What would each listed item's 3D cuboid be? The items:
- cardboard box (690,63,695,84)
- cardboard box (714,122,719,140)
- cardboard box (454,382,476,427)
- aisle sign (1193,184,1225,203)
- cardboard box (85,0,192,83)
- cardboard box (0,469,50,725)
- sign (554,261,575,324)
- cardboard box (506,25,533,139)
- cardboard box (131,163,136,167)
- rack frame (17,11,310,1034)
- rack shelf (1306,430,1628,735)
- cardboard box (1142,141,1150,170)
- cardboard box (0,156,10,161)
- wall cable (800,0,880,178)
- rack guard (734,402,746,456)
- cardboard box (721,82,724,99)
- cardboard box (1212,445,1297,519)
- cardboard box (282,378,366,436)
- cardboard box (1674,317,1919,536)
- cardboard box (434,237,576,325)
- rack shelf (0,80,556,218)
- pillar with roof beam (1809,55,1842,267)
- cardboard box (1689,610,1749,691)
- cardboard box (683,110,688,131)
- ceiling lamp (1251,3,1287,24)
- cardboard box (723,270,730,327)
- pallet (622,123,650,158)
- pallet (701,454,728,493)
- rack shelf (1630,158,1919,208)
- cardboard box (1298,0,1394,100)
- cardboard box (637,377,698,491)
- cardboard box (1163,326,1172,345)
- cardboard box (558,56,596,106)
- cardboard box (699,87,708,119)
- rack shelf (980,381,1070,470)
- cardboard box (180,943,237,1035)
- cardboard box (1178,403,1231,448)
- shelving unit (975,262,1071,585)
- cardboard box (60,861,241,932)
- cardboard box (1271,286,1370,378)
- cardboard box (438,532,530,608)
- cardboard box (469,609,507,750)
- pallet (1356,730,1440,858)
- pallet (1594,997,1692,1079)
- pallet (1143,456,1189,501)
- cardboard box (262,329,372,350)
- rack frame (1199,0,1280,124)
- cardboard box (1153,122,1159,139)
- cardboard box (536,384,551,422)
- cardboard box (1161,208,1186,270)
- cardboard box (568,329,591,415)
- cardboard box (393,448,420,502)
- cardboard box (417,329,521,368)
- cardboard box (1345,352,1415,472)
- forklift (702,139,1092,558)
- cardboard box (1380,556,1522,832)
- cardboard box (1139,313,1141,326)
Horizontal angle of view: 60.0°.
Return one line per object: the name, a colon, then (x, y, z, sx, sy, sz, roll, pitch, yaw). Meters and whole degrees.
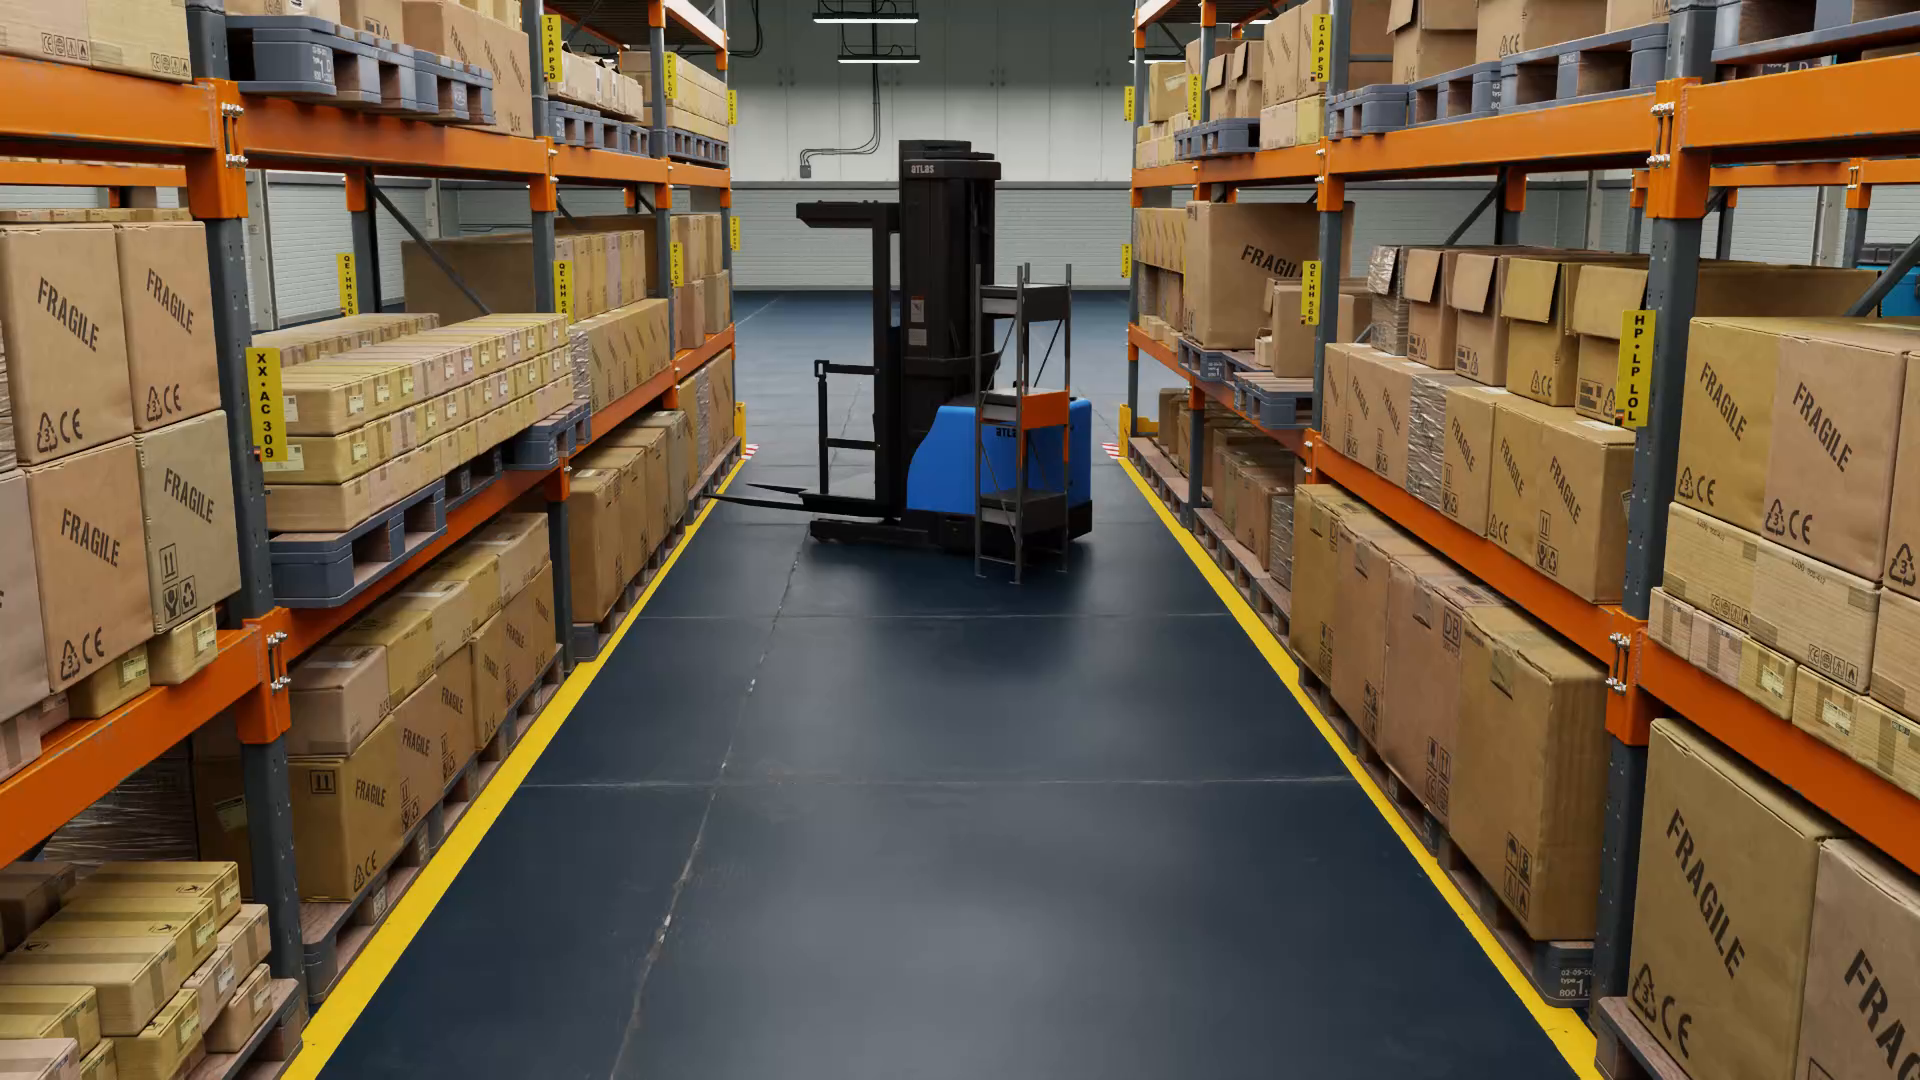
cardboard box: (-2.374, -3.816, 13.597, 0.380, 0.149, 0.250, 0, 11, -1)
cardboard box: (-2.406, -3.728, 15.168, 0.380, 0.149, 0.250, 0, 11, -1)
cardboard box: (-2.099, -0.526, 6.435, 0.380, 0.149, 0.250, 0, 11, -2)
aisle sign: (2.493, -3.630, 16.368, 0.394, 0.787, 0.004, 0, 11, -1)
cardboard box: (-2.238, -1.257, 4.041, 0.500, 0.250, 0.500, 0, 11, 0)
cardboard box: (-2.207, 0.146, 3.296, 0.500, 0.500, 0.500, 0, 11, -1)
sign: (-2.059, -1.284, 8.632, 0.100, 0.325, 0.005, 0, 11, -1)
cardboard box: (-2.335, -2.158, 7.857, 0.500, 0.500, 0.500, 0, 11, -1)
cardboard box: (-7.428, -3.324, 14.486, 0.380, 0.149, 0.250, -1, 11, -3)
rack frame: (-2.518, 0.044, 4.800, 1.000, 3.000, 0.127, 0, 11, -1)
rack shelf: (2.401, -0.002, 6.833, 1.077, 0.370, 4.000, 0, 11, -1)
cardboard box: (1.963, -3.539, 15.294, 0.500, 0.250, 0.500, 0, 11, -2)
cardboard box: (-7.389, -2.917, 12.480, 0.380, 0.149, 0.250, 0, 11, -2)
wall cable: (-3.430, -13.335, 47.104, 2.305, 6.003, 0.169, 0, 11, -1)
rack guard: (-2.767, -1.122, 16.830, 1.175, 0.500, 0.348, 0, 11, -1)
cardboard box: (-2.417, -4.219, 15.586, 0.380, 0.149, 0.250, 0, 11, -1)
cardboard box: (2.268, -0.415, 12.243, 0.700, 0.500, 0.500, -1, 12, -6)
cardboard box: (-2.067, -0.411, 5.120, 0.380, 0.149, 0.250, 0, 11, 2)
cardboard box: (2.197, -0.300, 4.238, 0.500, 0.500, 0.500, 0, 11, -1)
cardboard box: (-2.612, -1.480, 9.546, 0.700, 0.500, 0.500, 0, 11, -2)
rack shelf: (-2.560, -1.472, 6.533, 1.077, 0.370, 4.000, 0, 11, -1)
pillar with roof beam: (13.255, -8.768, 33.145, 9.100, 9.000, 0.548, 0, 11, -1)
cardboard box: (2.122, 0.279, 4.273, 0.380, 0.149, 0.250, -1, 11, -3)
cardboard box: (-2.362, -3.323, 13.176, 0.380, 0.149, 0.250, 0, 11, -1)
ceiling lamp: (5.281, -11.402, 31.449, 2.000, 3.185, 0.800, 0, 11, -1)
cardboard box: (-2.713, -2.342, 16.181, 0.875, 0.550, 0.550, 0, 11, -1)
pallet: (-2.616, -2.741, 11.462, 0.805, 0.209, 1.217, -1, 11, -3)
pallet: (-2.649, -0.575, 14.861, 1.003, 0.211, 1.213, 0, 11, -1)
rack shelf: (7.188, -3.082, 14.473, 1.077, 0.370, 4.000, 0, 11, -1)
cardboard box: (2.100, -2.610, 8.826, 0.500, 0.500, 0.500, 0, 11, 0)
cardboard box: (-2.627, -0.837, 13.426, 0.875, 0.875, 0.875, 0, 11, 0)
cardboard box: (1.963, -1.764, 14.340, 0.380, 0.149, 0.250, 0, 11, -1)
cardboard box: (-2.407, -2.647, 9.589, 0.500, 0.250, 0.500, 0, 11, 0)
cardboard box: (-2.448, -3.743, 14.244, 0.500, 0.250, 0.500, 0, 11, -1)
rack shelf: (0.420, -0.776, 11.173, 0.431, 0.518, 0.480, 11, 16, 42)
cardboard box: (-2.176, 1.204, 4.445, 0.380, 0.149, 0.250, -1, 11, -4)
cardboard box: (2.231, -0.956, 14.955, 0.500, 0.500, 0.500, 1, 11, 4)
shelving unit: (0.420, -0.790, 11.170, 0.431, 2.100, 0.503, 11, 16, 42)
cardboard box: (-2.251, 1.013, 4.639, 0.380, 0.149, 0.250, 0, 11, 0)
cardboard box: (2.197, -1.224, 9.742, 0.700, 0.500, 0.500, 1, 12, 7)
cardboard box: (-2.304, 0.135, 7.692, 0.500, 0.250, 0.500, 0, 11, 0)
cardboard box: (-2.292, 0.606, 7.260, 0.500, 0.500, 0.500, -1, 11, -4)
pallet: (2.323, 1.014, 7.032, 1.003, 0.211, 1.213, 0, 11, -1)
pallet: (2.380, 1.561, 4.332, 1.003, 0.211, 1.213, 0, 11, -1)
pallet: (2.200, -0.557, 14.773, 1.003, 0.211, 1.213, 0, 11, -1)
cardboard box: (-2.764, -0.825, 7.159, 0.380, 0.149, 0.250, 0, 11, 1)
rack frame: (2.277, -4.487, 12.044, 1.000, 3.000, 0.127, 0, 11, -1)
cardboard box: (1.941, -3.674, 14.955, 0.380, 0.149, 0.250, 0, 11, -1)
cardboard box: (-2.122, -0.638, 7.733, 0.380, 0.149, 0.250, 0, 11, 0)
cardboard box: (1.972, -2.519, 13.916, 0.500, 0.500, 0.500, 0, 11, -1)
cardboard box: (-2.340, -0.891, 9.155, 0.500, 0.500, 0.500, 0, 11, -1)
cardboard box: (-2.080, -0.224, 5.695, 0.380, 0.149, 0.250, 0, 11, -1)
cardboard box: (-2.116, -0.827, 7.172, 0.380, 0.149, 0.250, 0, 11, -1)
cardboard box: (2.111, -0.601, 7.724, 0.500, 0.500, 0.500, -1, 11, -3)
forklift: (-0.554, -1.494, 12.550, 3.031, 2.935, 1.130, 6, 13, 27)
cardboard box: (2.390, 0.574, 6.473, 1.225, 0.875, 0.875, -1, 11, -3)
cardboard box: (1.962, -2.161, 16.300, 0.380, 0.149, 0.250, 0, 11, -1)
